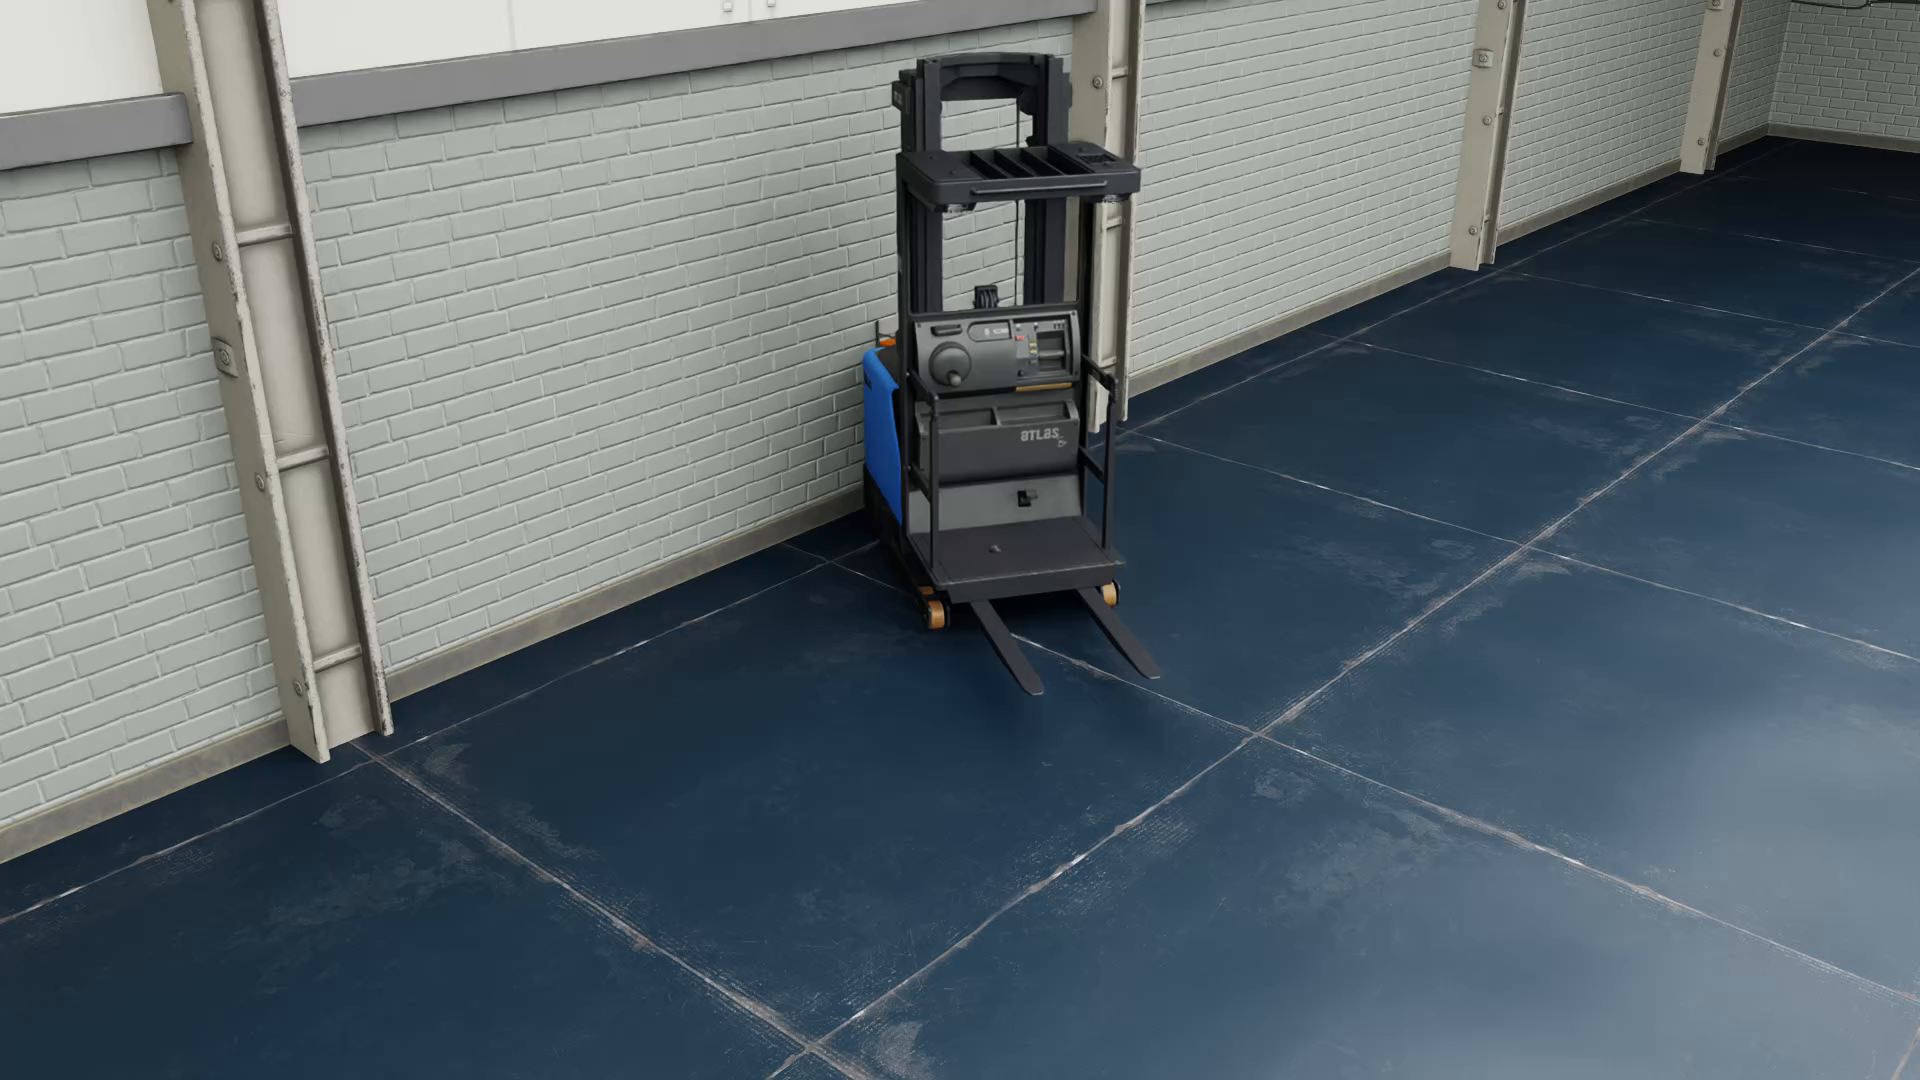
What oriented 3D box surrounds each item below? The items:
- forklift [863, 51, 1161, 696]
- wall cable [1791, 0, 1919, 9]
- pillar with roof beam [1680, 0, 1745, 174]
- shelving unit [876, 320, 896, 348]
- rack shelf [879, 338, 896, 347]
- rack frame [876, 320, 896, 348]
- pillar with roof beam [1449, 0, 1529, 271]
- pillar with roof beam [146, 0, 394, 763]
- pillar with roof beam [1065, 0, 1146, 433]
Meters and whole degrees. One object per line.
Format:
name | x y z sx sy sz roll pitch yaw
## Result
forklift | 0.268 -1.018 8.937 1.130 2.935 3.031 -6 25 -14
wall cable | 11.947 -7.751 20.334 3.097 2.526 0.112 20 31 38
pillar with roof beam | 12.202 -7.456 15.880 9.100 9.000 0.400 20 31 38
shelving unit | -0.267 -0.851 10.679 0.258 1.200 0.503 19 29 39
rack shelf | -0.270 -1.216 10.532 0.258 0.148 0.480 19 29 39
rack frame | -0.434 -0.783 10.515 0.240 1.200 0.015 19 29 39
pillar with roof beam | 8.197 -5.628 11.803 9.100 9.000 0.400 20 31 38
pillar with roof beam | 0.188 -1.972 3.649 9.100 9.000 0.400 20 31 38
pillar with roof beam | 4.193 -3.800 7.726 9.100 9.000 0.400 20 31 38
